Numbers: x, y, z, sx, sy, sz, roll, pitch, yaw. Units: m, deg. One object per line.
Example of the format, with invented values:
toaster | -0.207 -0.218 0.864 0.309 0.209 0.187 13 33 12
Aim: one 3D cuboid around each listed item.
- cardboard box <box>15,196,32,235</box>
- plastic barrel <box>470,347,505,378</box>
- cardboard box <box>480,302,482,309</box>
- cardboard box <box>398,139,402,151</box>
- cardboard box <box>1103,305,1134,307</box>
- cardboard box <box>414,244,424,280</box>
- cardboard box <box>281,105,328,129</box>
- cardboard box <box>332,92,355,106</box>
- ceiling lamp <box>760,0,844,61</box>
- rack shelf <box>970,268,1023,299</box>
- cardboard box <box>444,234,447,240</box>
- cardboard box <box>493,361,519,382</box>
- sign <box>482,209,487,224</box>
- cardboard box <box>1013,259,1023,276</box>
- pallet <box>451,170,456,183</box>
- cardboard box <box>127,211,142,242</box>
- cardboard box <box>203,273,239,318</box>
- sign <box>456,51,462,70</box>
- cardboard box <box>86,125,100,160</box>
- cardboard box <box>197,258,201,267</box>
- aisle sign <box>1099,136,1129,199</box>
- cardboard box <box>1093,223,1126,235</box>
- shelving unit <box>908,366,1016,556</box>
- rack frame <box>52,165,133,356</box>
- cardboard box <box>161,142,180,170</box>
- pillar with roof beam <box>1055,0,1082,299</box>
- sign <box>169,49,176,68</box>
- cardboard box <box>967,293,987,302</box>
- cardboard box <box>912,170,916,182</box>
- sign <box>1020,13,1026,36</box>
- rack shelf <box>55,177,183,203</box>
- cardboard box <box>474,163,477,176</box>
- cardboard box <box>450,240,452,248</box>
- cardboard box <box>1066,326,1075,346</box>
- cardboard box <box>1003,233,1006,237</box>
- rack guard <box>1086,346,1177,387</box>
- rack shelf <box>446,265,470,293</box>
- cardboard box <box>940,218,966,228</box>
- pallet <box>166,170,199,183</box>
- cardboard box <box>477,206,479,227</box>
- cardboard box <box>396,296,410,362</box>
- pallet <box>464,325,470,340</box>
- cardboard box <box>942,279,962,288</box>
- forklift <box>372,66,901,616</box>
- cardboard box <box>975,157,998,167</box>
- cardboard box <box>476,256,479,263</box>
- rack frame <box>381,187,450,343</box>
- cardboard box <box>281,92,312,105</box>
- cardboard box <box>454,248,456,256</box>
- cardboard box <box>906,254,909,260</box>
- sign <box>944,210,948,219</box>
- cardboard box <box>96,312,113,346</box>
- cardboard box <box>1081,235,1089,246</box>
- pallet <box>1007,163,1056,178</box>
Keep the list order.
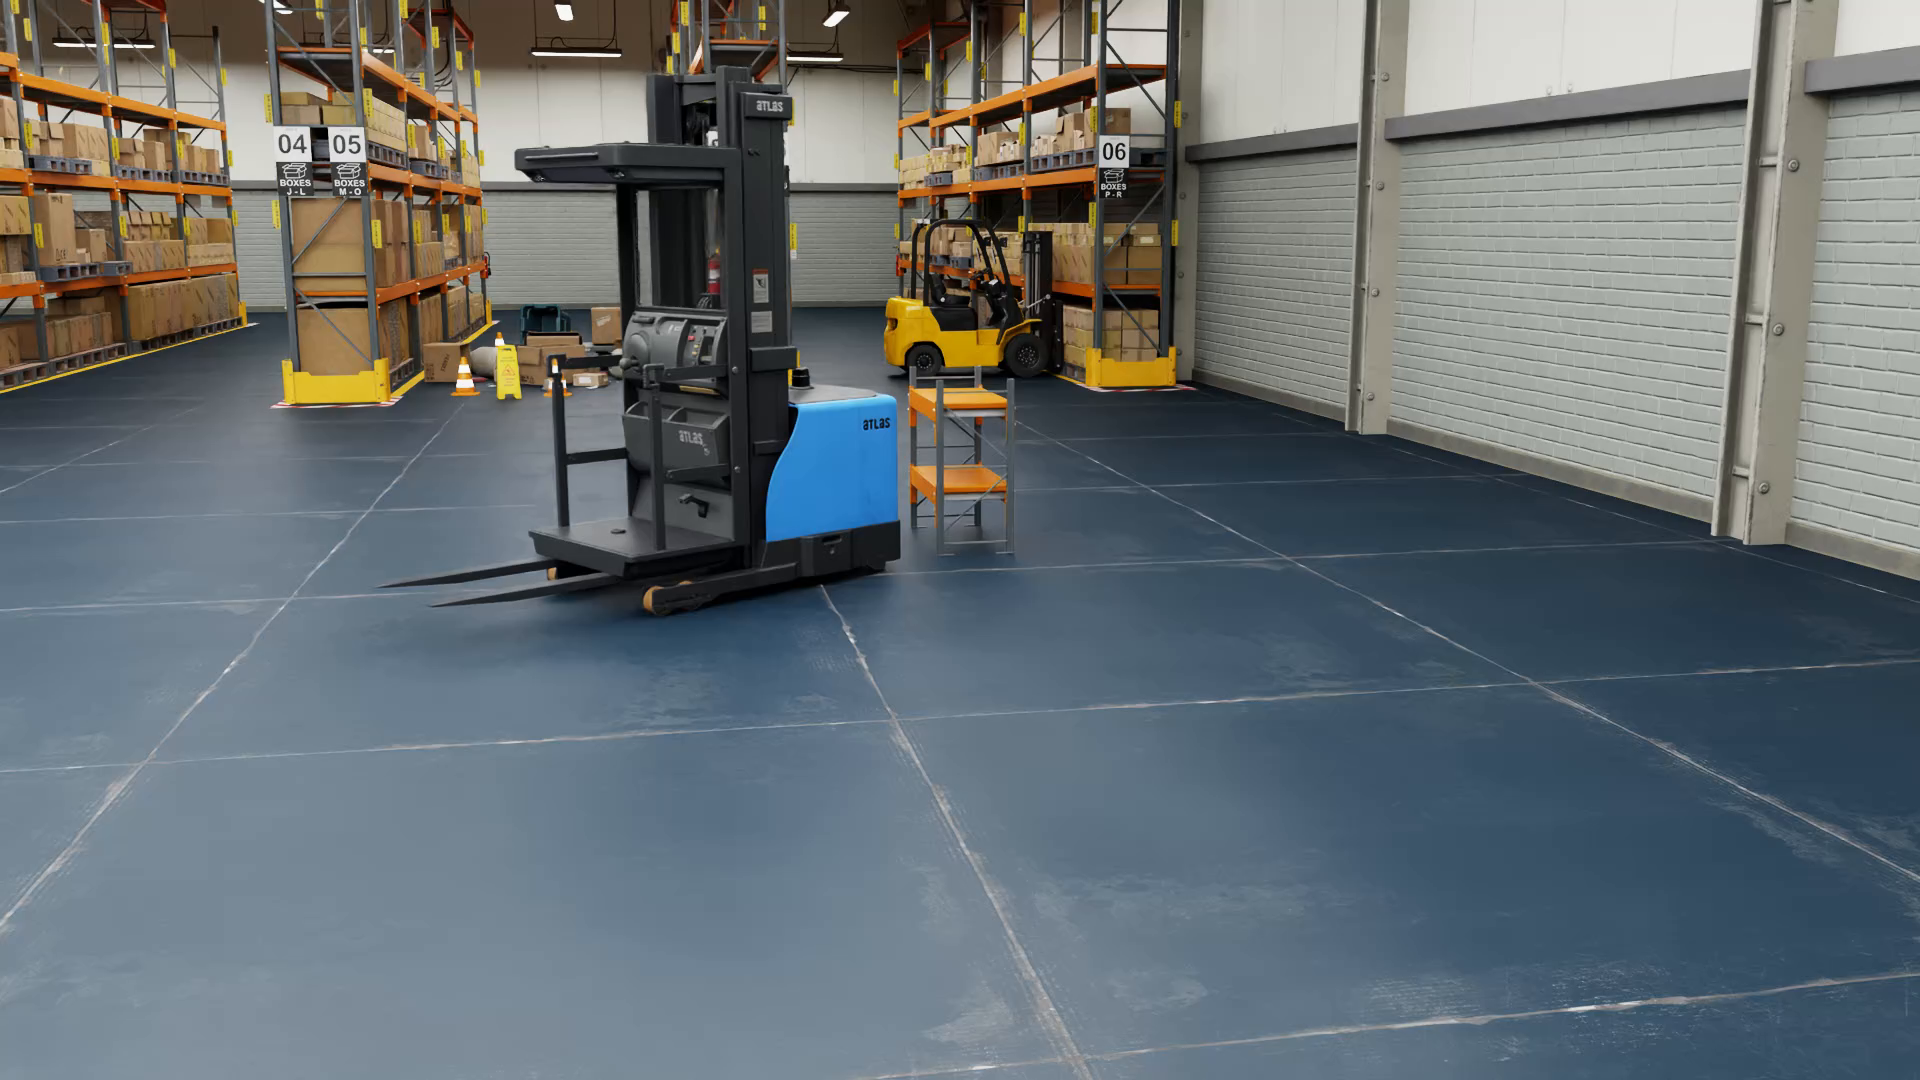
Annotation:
cardboard box | -12.761 -4.327 22.172 0.500 0.500 0.500 -2 11 -11
plastic barrel | -6.508 -2.457 22.975 0.512 0.421 0.421 6 12 28
cardboard box | -10.082 -4.846 34.342 0.380 0.149 0.250 -3 11 -13
cardboard box | -7.748 -5.332 22.447 0.380 0.149 0.250 -2 11 -10
cardboard box | 2.153 -3.147 23.263 0.500 0.250 0.500 -2 11 -11
cardboard box | -8.072 -4.031 24.083 0.500 0.500 0.500 -2 11 -10
cardboard box | -7.825 -5.023 19.755 0.500 0.250 0.500 -2 11 -10
cardboard box | -7.208 -5.212 19.682 0.380 0.149 0.250 -2 11 -10
ceiling lamp | -3.668 -12.677 38.124 2.000 3.185 0.800 -2 11 -11
rack shelf | 1.082 -4.268 27.524 1.077 0.370 4.000 -2 11 -11
cardboard box | -9.115 -5.268 28.811 0.380 0.149 0.250 -2 11 -8
cardboard box | -6.093 -2.284 22.485 0.396 0.266 0.258 0 11 -1
sign | -10.019 -6.817 35.046 0.100 0.325 0.005 -2 11 -11
cardboard box | 1.116 -4.264 25.979 0.500 0.250 0.500 -2 11 -10
pallet | -9.569 -6.417 29.366 1.213 0.211 1.003 -2 11 -11
cardboard box | -14.147 -5.243 27.771 0.797 0.503 0.637 -2 11 -10
cardboard box | -15.249 -4.962 33.805 0.875 0.875 0.875 -2 11 -11
sign | -9.246 -8.847 30.692 0.100 0.325 0.005 -2 11 -11
cardboard box | -13.448 -6.043 25.298 0.500 0.500 0.500 -2 11 -11
cardboard box | -14.509 -5.220 31.272 0.380 0.149 0.250 -2 11 -9
aisle sign | 1.973 -4.776 21.312 0.394 0.787 0.004 -2 11 -11
cardboard box | 1.972 -4.093 21.882 0.380 0.149 0.250 -2 11 -11
shelving unit | -0.001 -0.554 11.098 0.538 1.125 1.048 -2 11 -11
rack frame | -13.896 -4.447 26.538 1.000 3.000 0.127 -2 11 -11
cardboard box | -14.886 -7.100 30.797 0.700 0.500 0.500 -3 11 -14
pillar with roof beam | -2.393 -7.573 26.916 9.100 9.000 0.400 -2 11 -11
sign | -14.144 -8.647 29.852 0.100 0.325 0.005 -2 11 -11
cardboard box | 0.348 -4.367 29.945 0.380 0.149 0.250 -3 11 -14
cardboard box | -0.716 -7.630 34.843 0.500 0.250 0.500 -2 11 -12
sign | 0.941 -7.678 24.758 0.100 0.325 0.005 -2 11 -11
rack shelf | -14.285 -5.934 28.252 1.077 0.370 4.000 -2 11 -11
cardboard box | -10.128 -7.553 33.897 0.500 0.250 0.500 -2 11 -13
cardboard box | -9.258 -5.264 29.584 0.380 0.149 0.250 -2 11 -11
cardboard box | 1.760 -2.793 22.741 0.500 0.250 0.500 -2 11 -12
cardboard box | 0.909 -4.911 26.972 0.380 0.149 0.250 -2 11 -11
rack guard | 2.253 -2.289 21.885 1.175 0.500 0.348 -2 11 -11
rack shelf | -9.400 -4.622 29.383 1.077 0.370 4.000 -2 11 -11
cardboard box | -0.114 -6.446 34.640 0.500 0.500 0.500 -2 11 -13
pallet | -14.823 -6.761 30.911 1.003 0.211 1.213 -2 11 -11
cardboard box | -10.136 -6.595 34.085 0.500 0.500 0.500 -3 11 -13
cardboard box | -8.180 -2.920 23.074 0.875 0.875 0.875 -2 11 -10
pallet | -9.637 -3.830 30.754 1.003 0.211 1.213 -2 11 -11
cardboard box | -0.179 -5.044 32.706 0.380 0.149 0.250 -3 11 -14
forklift | -1.776 -1.134 9.316 3.031 2.935 1.130 -10 15 -43
cardboard box | 0.462 -6.528 28.682 0.380 0.166 0.250 -2 11 -11
cardboard box | -10.079 -5.765 34.134 0.380 0.149 0.250 -2 11 -9
rack frame | -9.012 -4.609 27.389 1.000 3.000 0.127 -2 11 -11
cardboard box | -7.854 -5.188 19.559 0.380 0.149 0.250 -2 11 -10
cardboard box | -9.420 -5.266 30.392 0.380 0.149 0.250 -2 11 -11
cardboard box | -0.974 -6.217 36.511 0.380 0.149 0.250 -2 11 -10
sign | -0.315 -7.196 37.042 0.100 0.325 0.005 -2 11 -11
cardboard box | -13.746 -3.313 26.089 0.700 0.500 0.500 -3 11 -14
cardboard box | 1.827 -3.988 22.126 0.380 0.149 0.250 -2 11 -10
pallet | 1.286 -5.796 26.114 0.805 0.209 1.217 -3 11 -13
